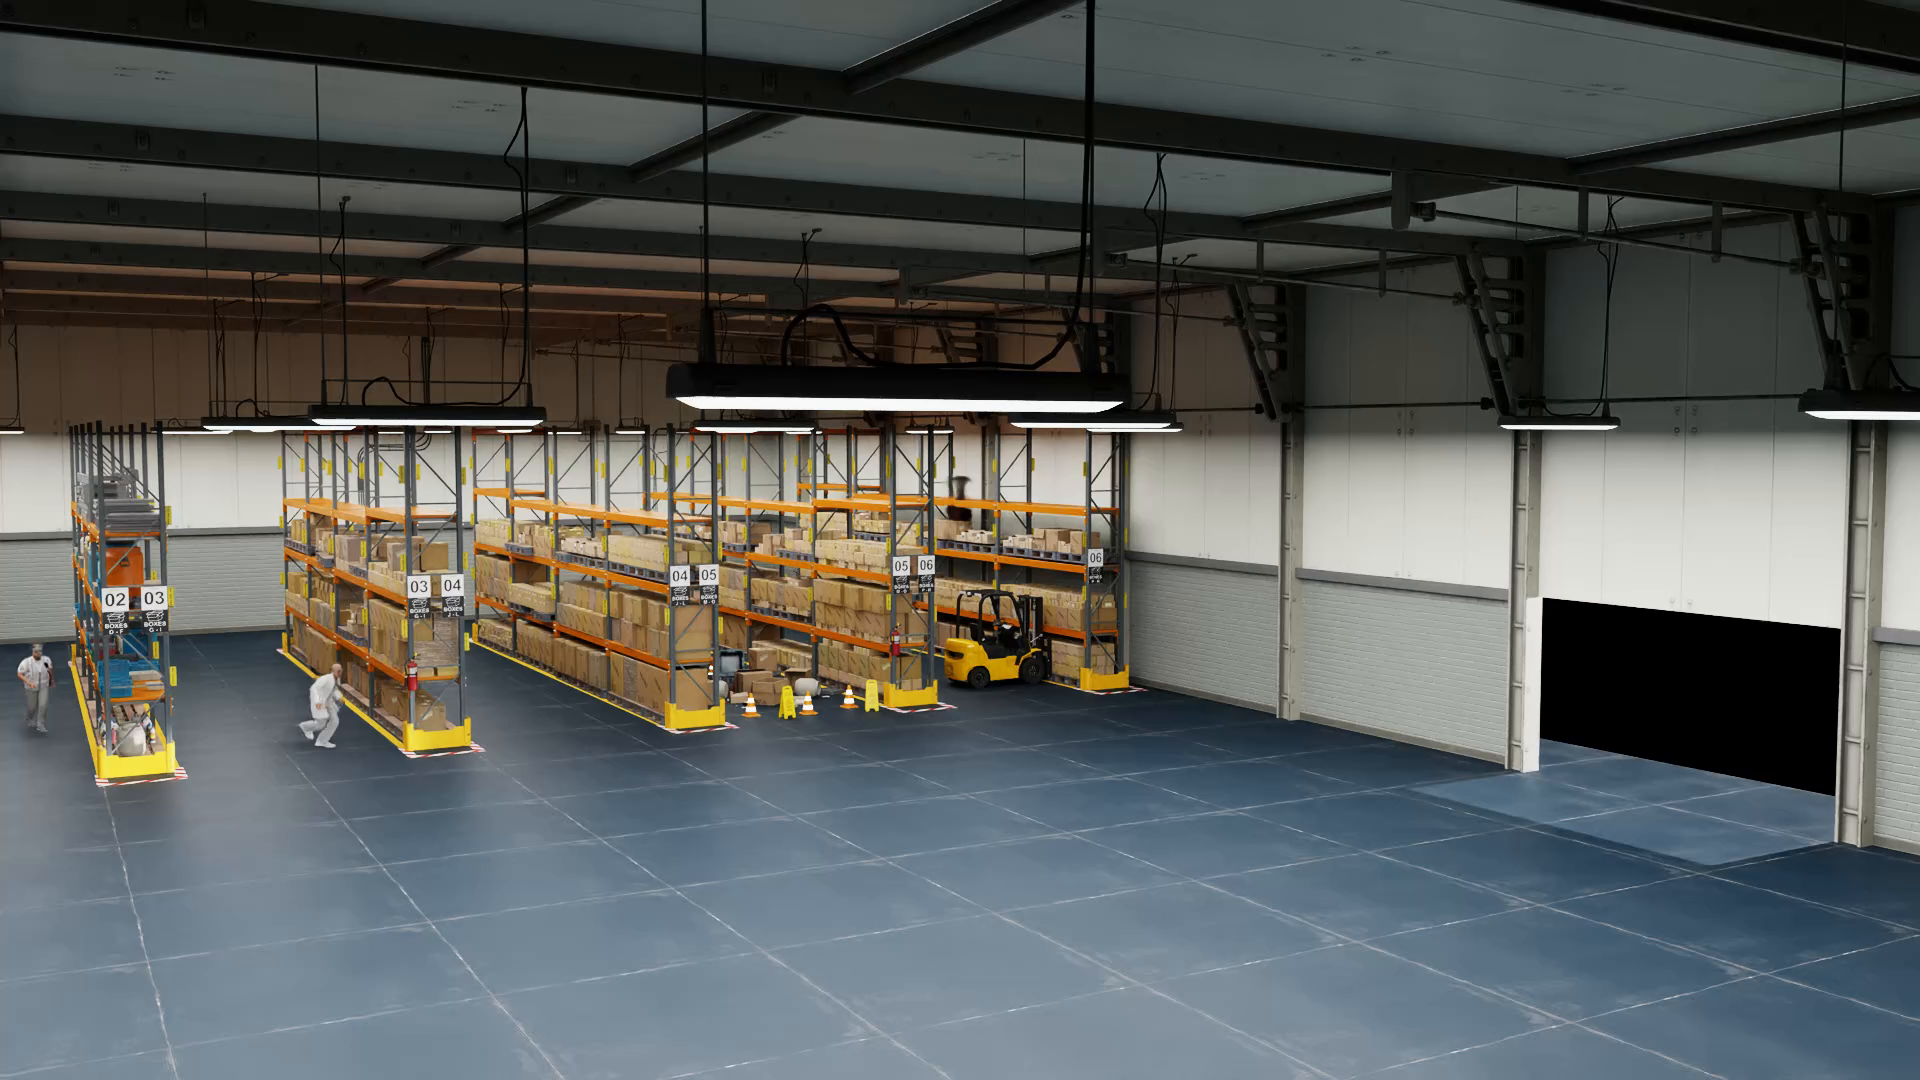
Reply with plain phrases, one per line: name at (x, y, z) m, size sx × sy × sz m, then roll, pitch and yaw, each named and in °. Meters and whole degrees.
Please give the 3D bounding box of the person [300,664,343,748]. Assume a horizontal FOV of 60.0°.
person at (-11.814, 3.061, 30.709) m, size 1.030 × 1.557 × 0.721 m, roll 2°, pitch 4°, yaw 23°

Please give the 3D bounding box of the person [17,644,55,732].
person at (-18.038, 2.862, 32.445) m, size 0.661 × 1.733 × 0.815 m, roll -3°, pitch 5°, yaw -40°
